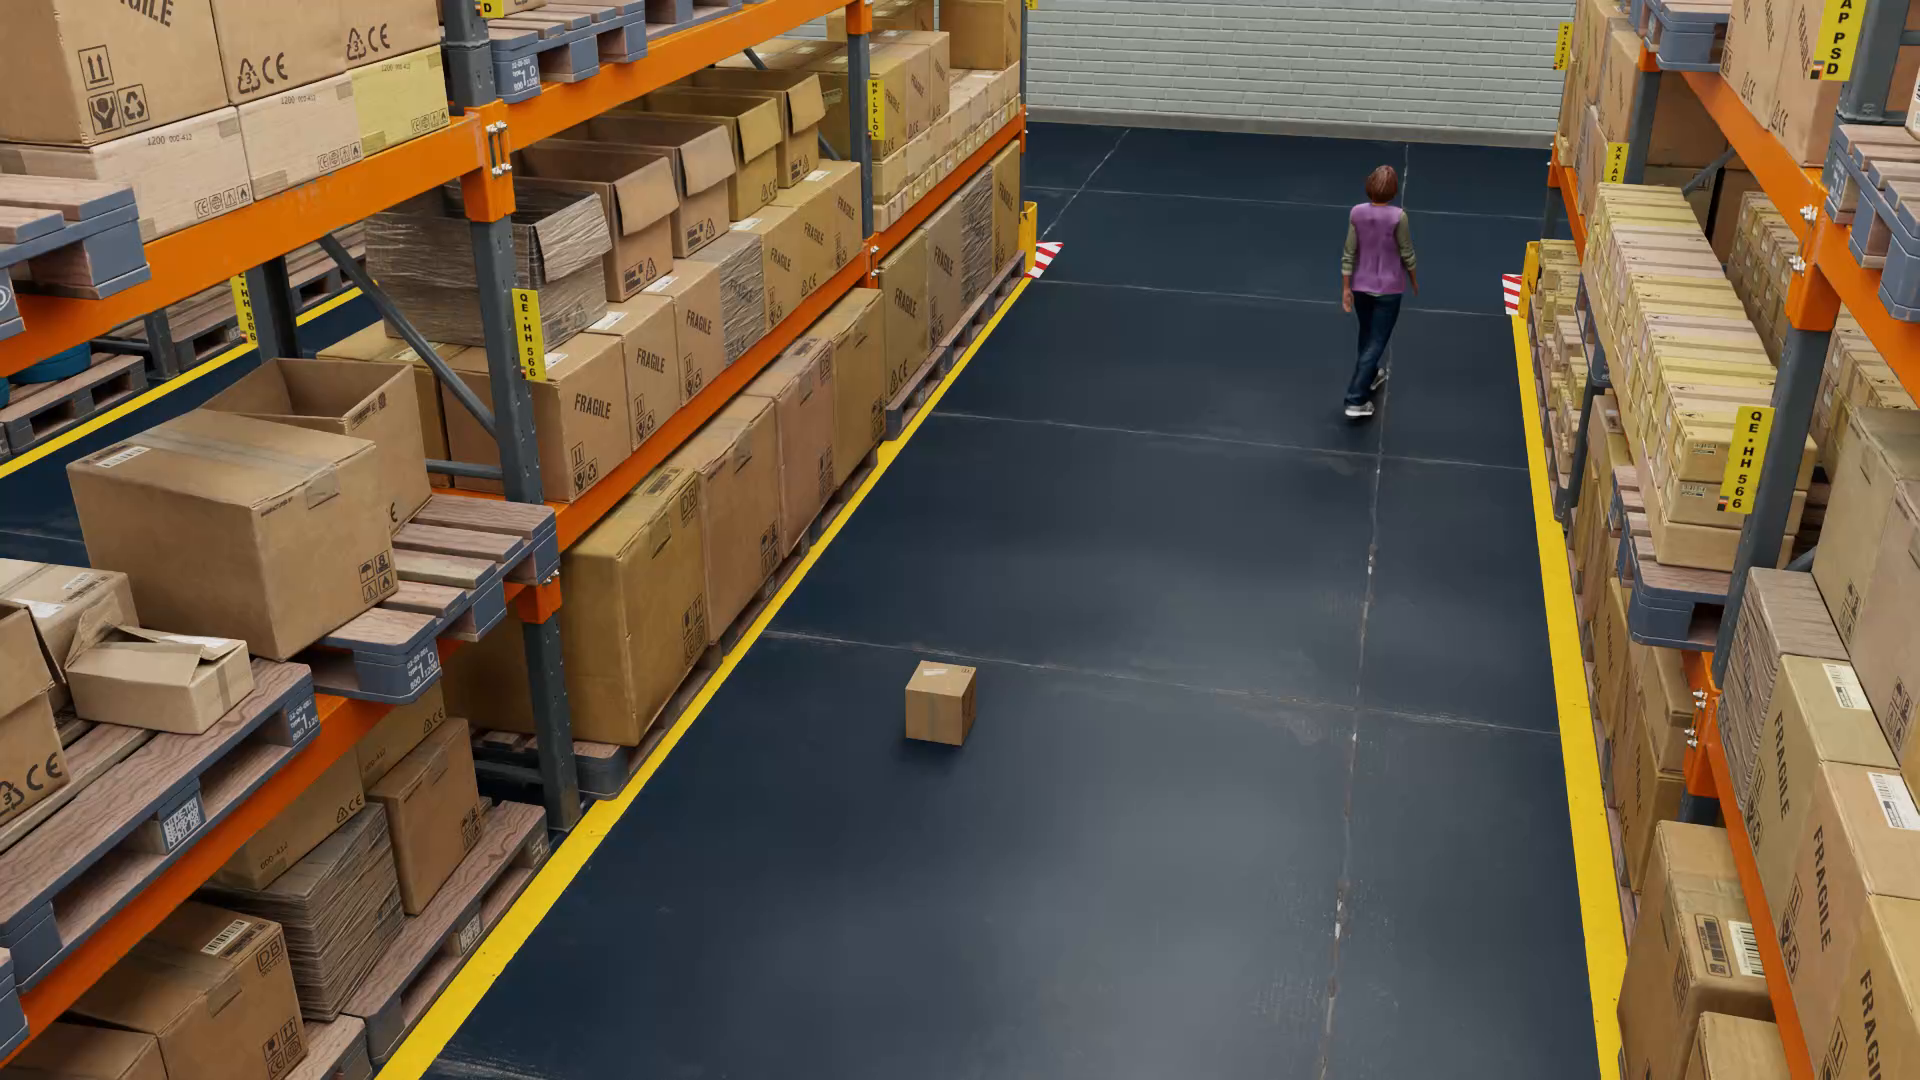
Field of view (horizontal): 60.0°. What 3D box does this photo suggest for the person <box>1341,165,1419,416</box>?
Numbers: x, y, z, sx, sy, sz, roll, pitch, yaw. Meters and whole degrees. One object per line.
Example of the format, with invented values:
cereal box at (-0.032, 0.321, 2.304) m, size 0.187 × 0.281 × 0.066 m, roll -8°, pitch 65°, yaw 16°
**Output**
person at (2.648, -1.596, 10.424) m, size 0.416 × 1.547 × 0.848 m, roll 20°, pitch 32°, yaw 36°
